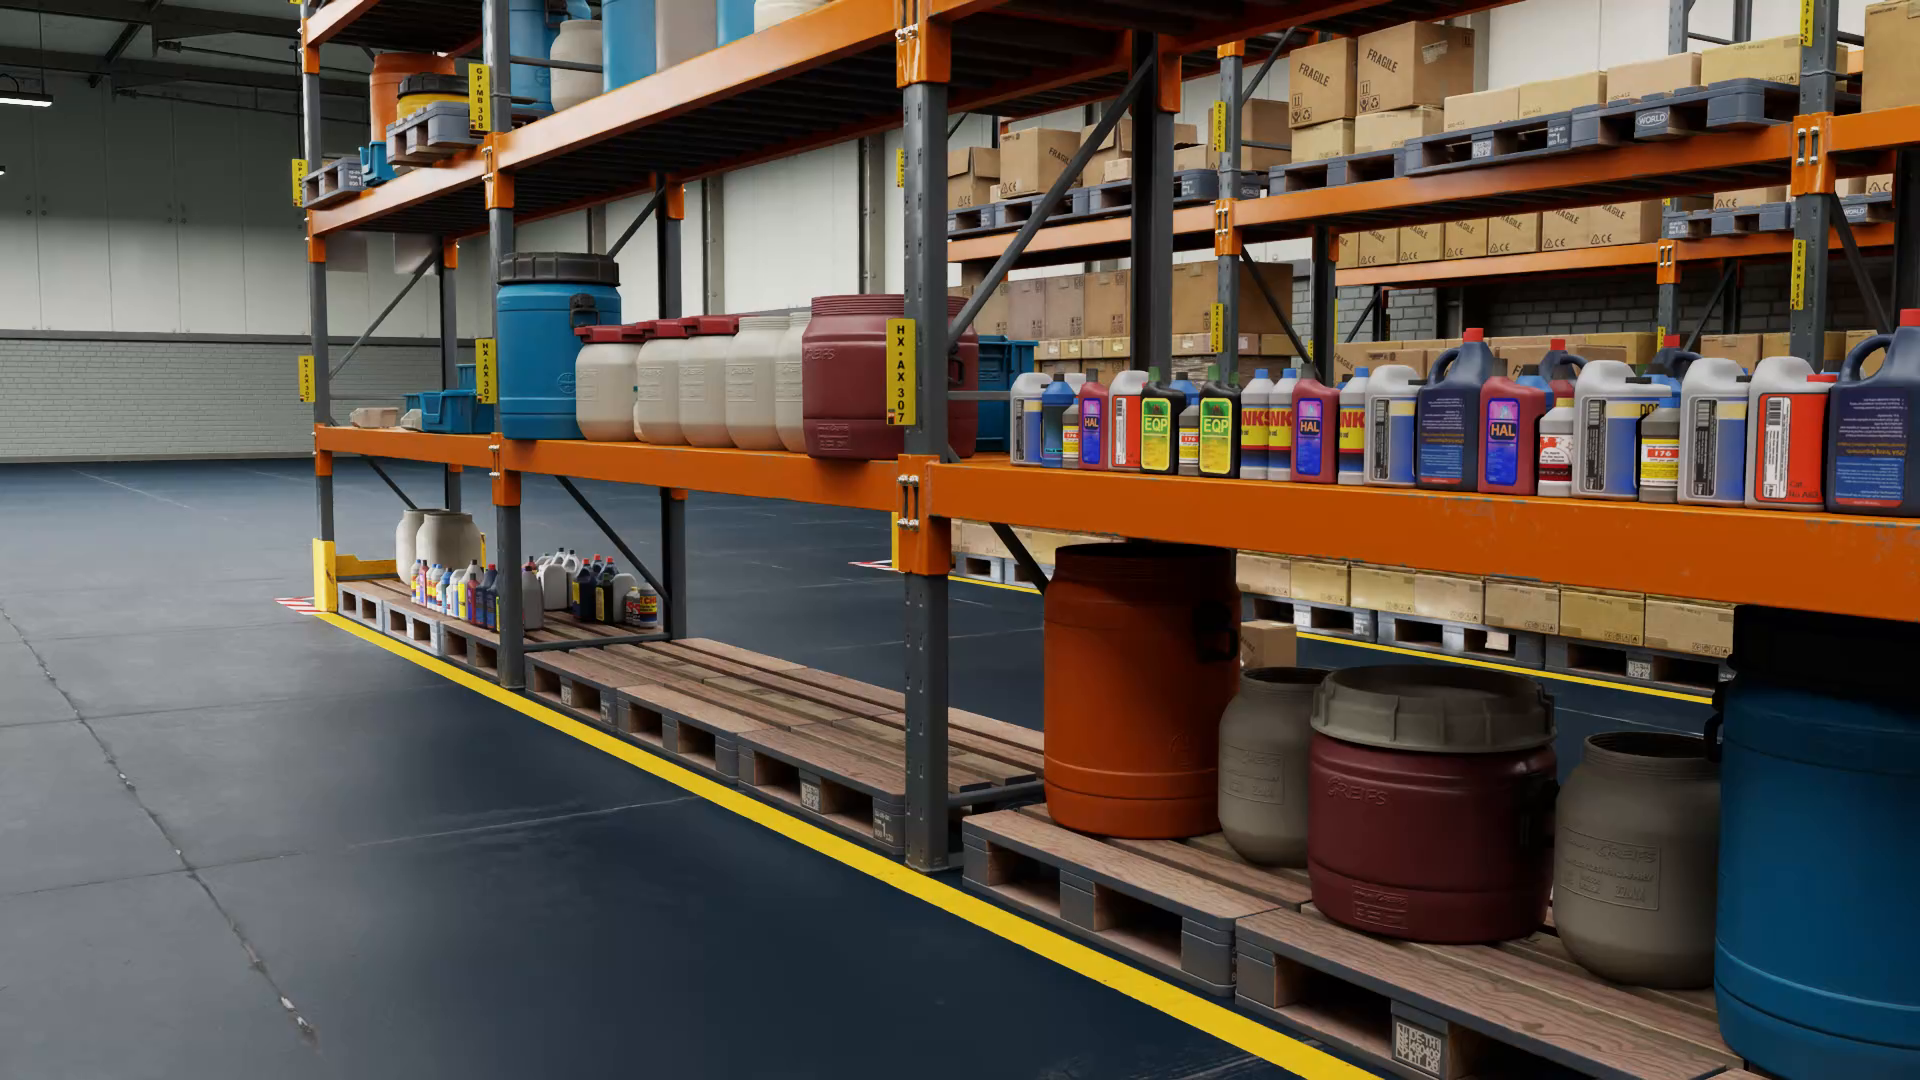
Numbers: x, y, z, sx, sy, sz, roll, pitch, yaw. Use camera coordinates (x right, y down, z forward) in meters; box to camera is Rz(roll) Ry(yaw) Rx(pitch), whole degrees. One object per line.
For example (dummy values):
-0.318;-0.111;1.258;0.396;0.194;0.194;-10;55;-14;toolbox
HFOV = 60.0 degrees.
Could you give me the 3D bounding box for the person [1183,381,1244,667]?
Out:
1.173;-0.062;8.899;0.778;1.570;0.419;0;5;-4;person
